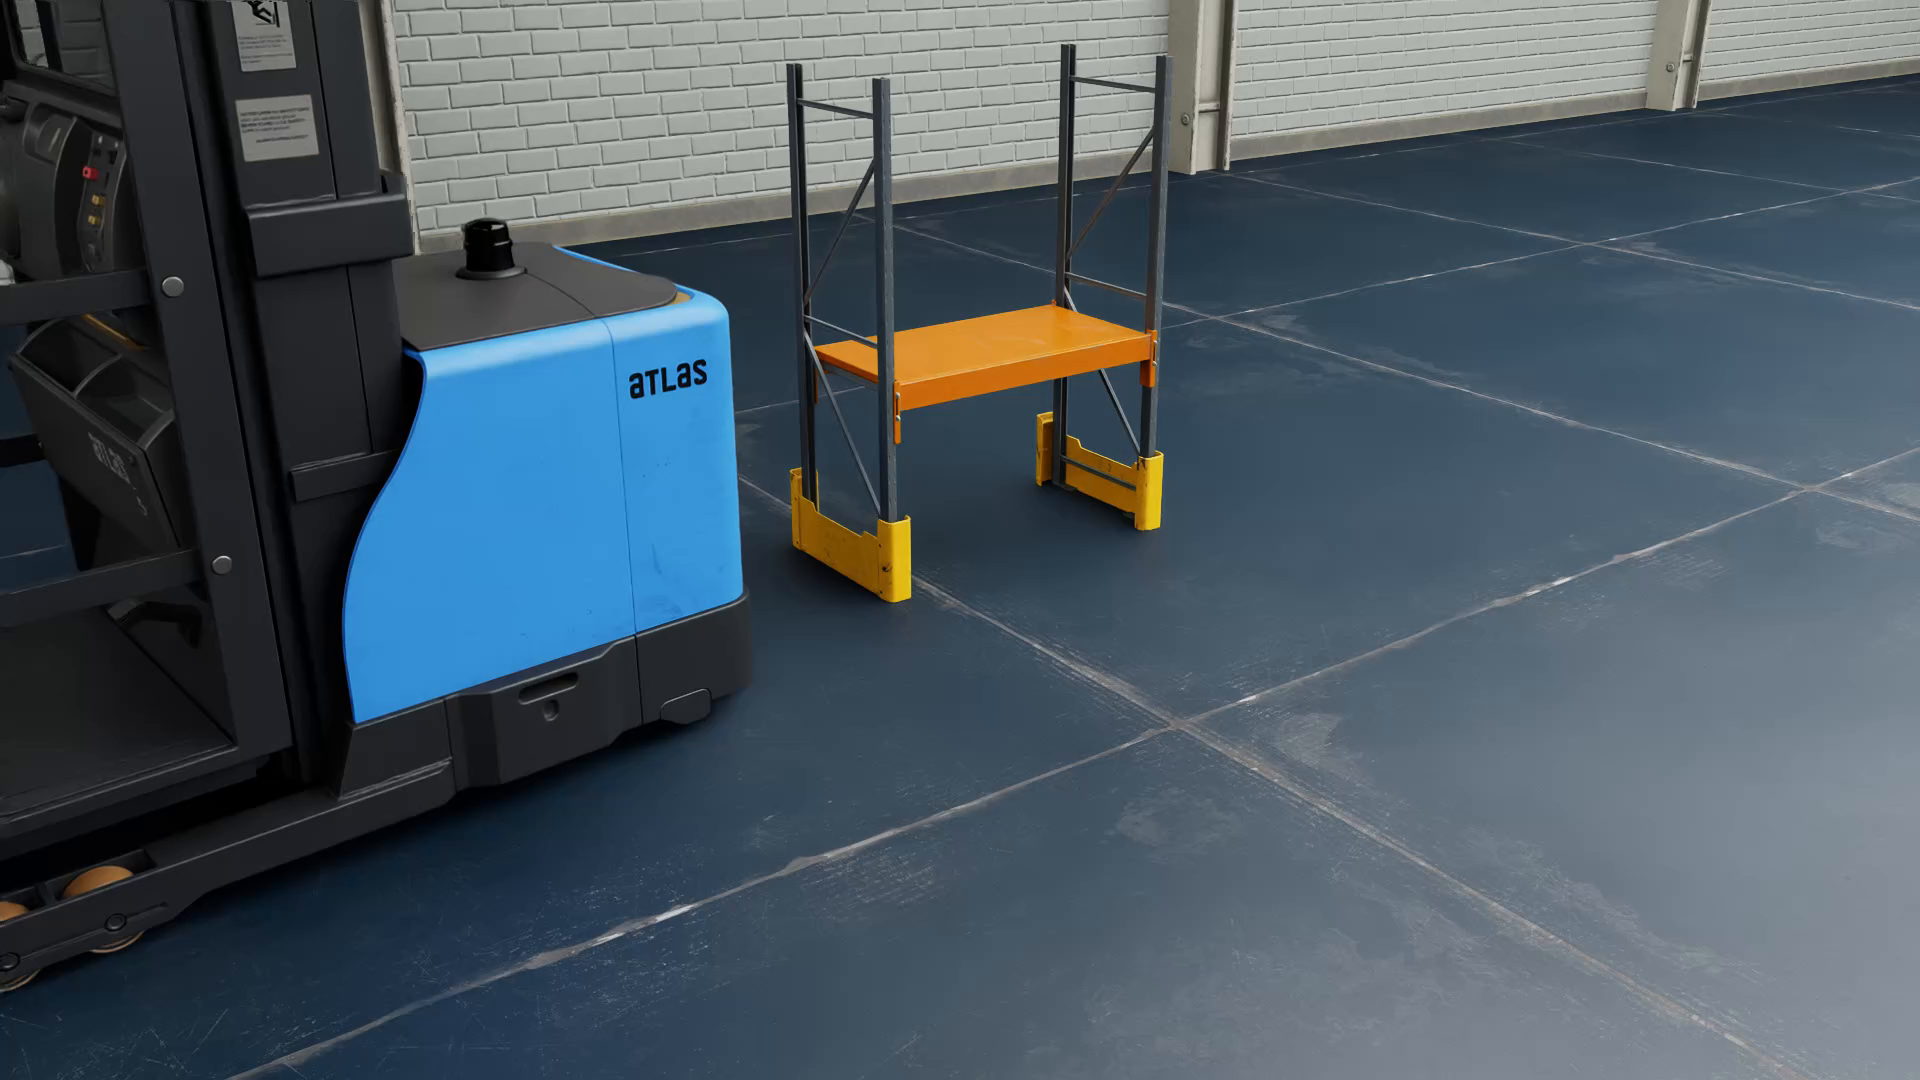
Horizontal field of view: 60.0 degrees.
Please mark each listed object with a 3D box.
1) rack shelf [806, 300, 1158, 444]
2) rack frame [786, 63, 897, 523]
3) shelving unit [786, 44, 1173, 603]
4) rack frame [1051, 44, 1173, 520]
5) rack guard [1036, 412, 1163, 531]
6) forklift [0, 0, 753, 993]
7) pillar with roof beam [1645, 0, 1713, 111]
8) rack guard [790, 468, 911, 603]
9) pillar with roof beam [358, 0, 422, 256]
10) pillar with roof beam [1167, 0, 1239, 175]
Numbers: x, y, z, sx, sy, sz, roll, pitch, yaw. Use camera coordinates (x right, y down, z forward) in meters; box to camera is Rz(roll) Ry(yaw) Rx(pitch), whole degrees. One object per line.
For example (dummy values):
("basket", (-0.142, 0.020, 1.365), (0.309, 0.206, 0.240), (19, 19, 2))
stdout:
("rack shelf", (0.069, -0.548, 5.231), (1.000, 0.185, 0.538), (-15, 26, -33))
("rack frame", (-0.343, -0.605, 4.889), (0.032, 1.500, 0.500), (-15, 26, -33))
("shelving unit", (0.062, -0.713, 5.160), (1.083, 1.500, 0.587), (-15, 26, -33))
("rack frame", (0.482, -0.825, 5.440), (0.032, 1.500, 0.500), (-15, 26, -33))
("rack guard", (0.466, -0.240, 5.662), (0.087, 0.250, 0.587), (-15, 26, -33))
("forklift", (-1.974, -0.708, 3.215), (3.031, 2.935, 1.130), (-18, 28, -38))
("pillar with roof beam", (9.119, -6.911, 10.574), (0.400, 9.000, 9.100), (-15, 26, -33))
("rack guard", (-0.342, -0.025, 5.121), (0.087, 0.250, 0.587), (-15, 26, -33))
("pillar with roof beam", (-0.622, -4.314, 4.065), (0.400, 9.000, 9.100), (-15, 26, -33))
("pillar with roof beam", (4.249, -5.612, 7.320), (0.400, 9.000, 9.100), (-15, 26, -33))
